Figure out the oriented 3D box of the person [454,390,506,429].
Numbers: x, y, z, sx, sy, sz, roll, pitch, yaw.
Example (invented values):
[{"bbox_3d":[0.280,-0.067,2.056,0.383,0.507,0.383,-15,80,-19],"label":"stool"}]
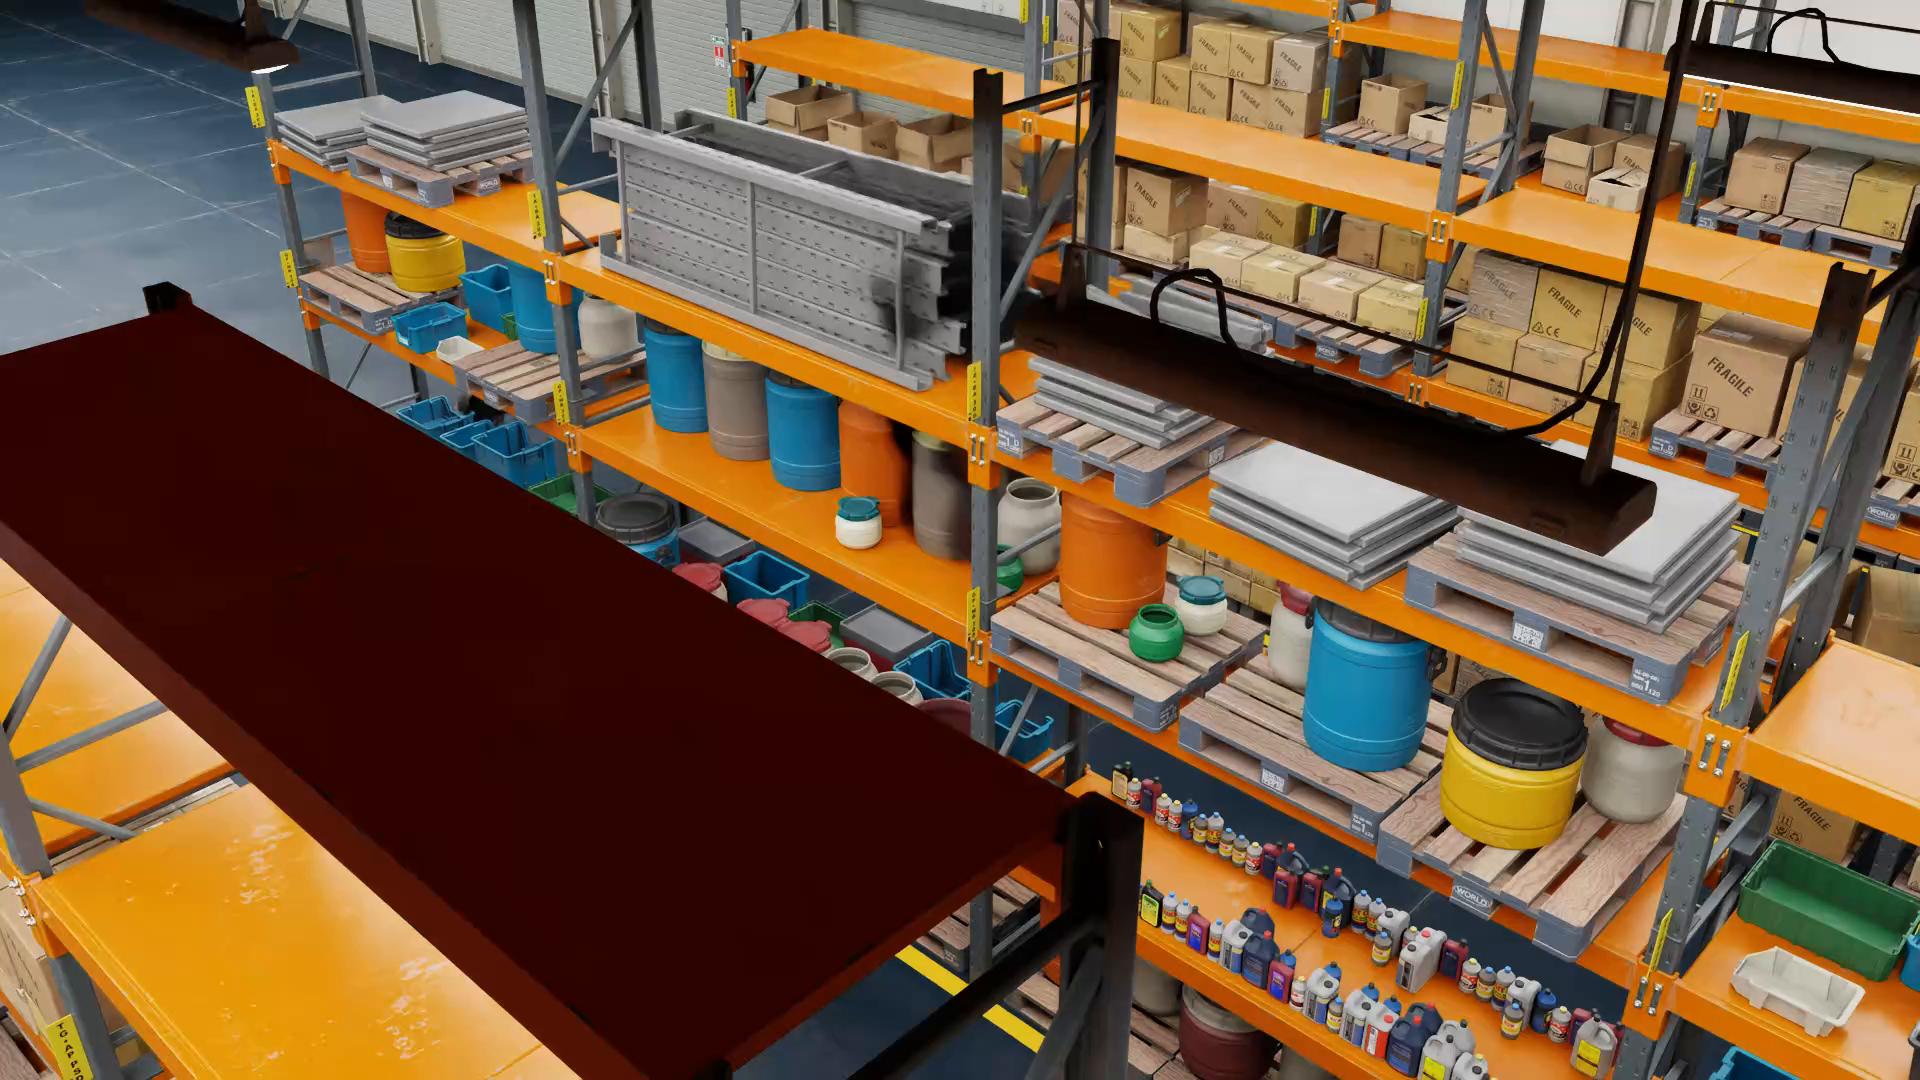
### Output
[{"bbox_3d":[-4.804,-1.249,16.730,0.655,1.708,0.671,13,32,22],"label":"person"}]
